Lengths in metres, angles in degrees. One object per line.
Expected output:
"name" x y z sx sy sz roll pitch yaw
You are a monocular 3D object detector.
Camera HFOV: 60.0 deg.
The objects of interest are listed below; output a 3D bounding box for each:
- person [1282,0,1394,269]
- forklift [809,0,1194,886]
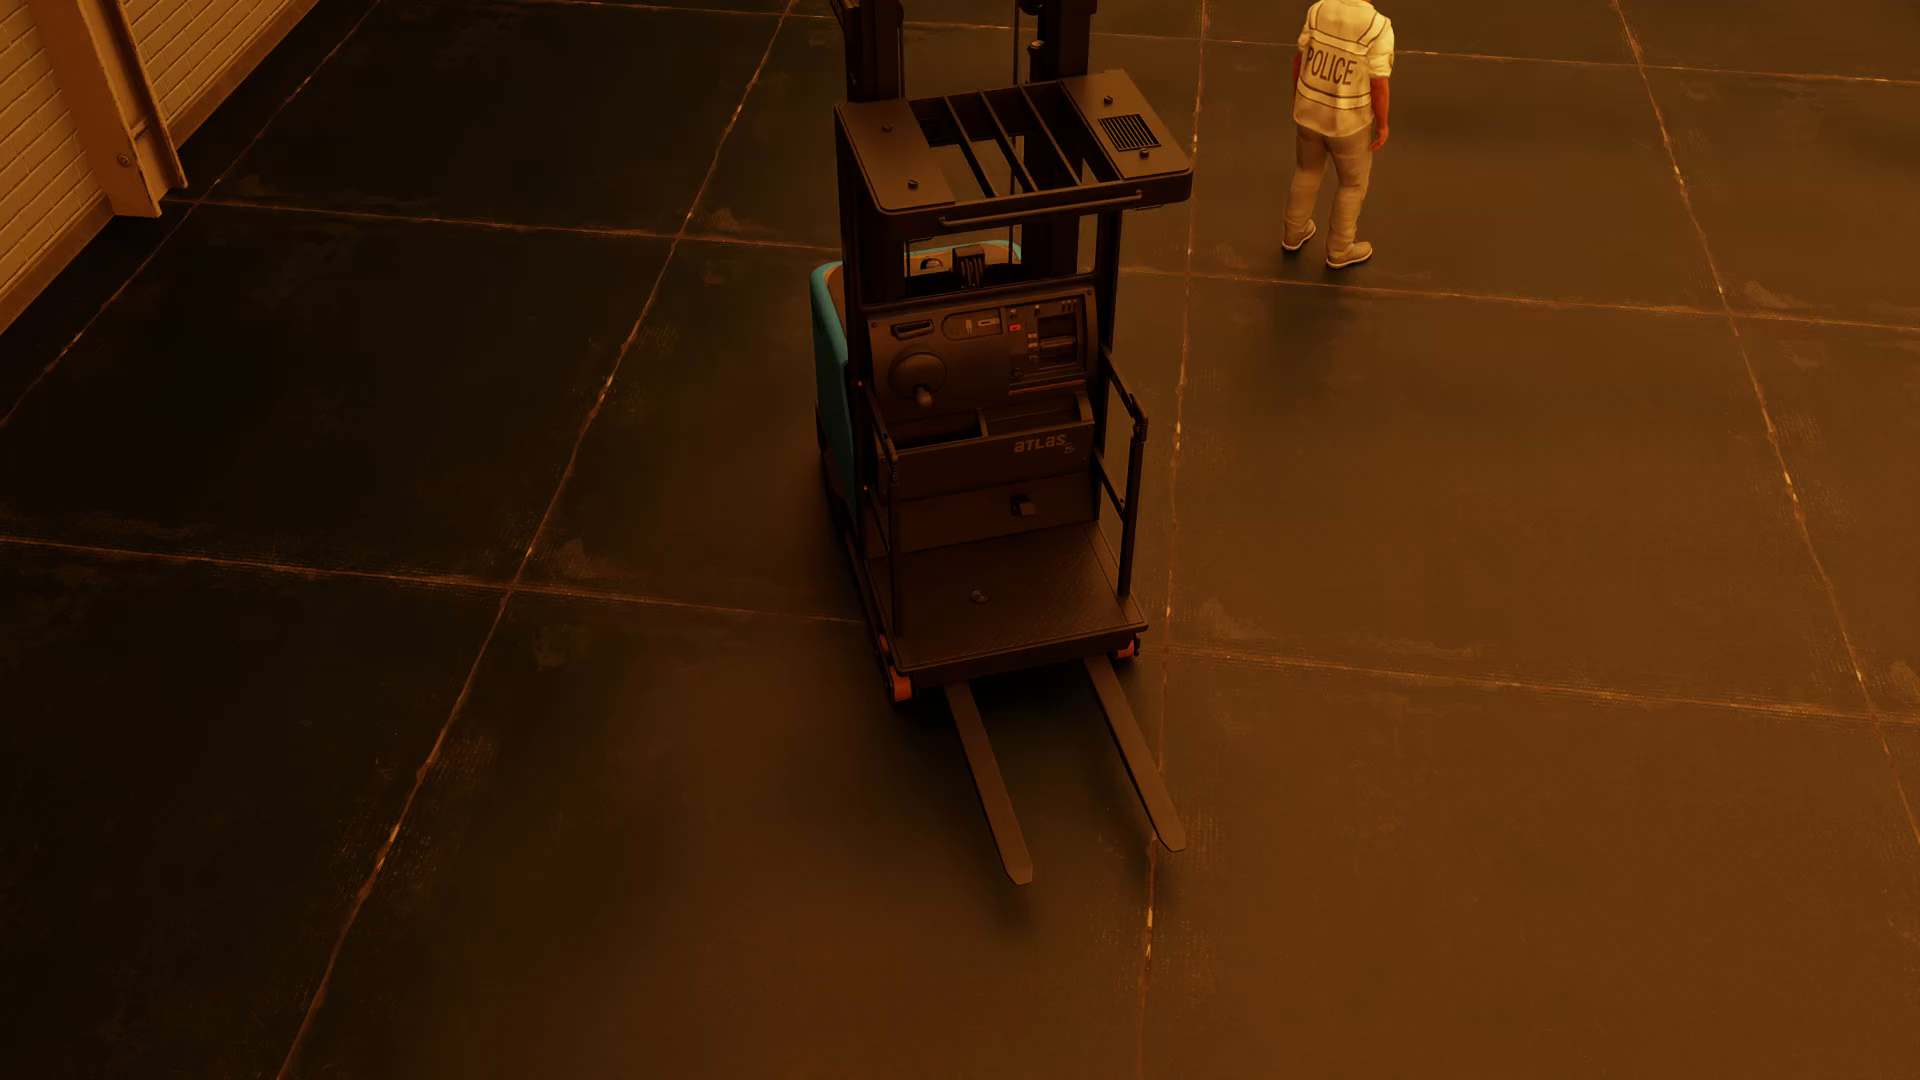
"person" 2.072 -2.339 9.143 0.585 1.749 0.435 31 51 29
"forklift" 0.153 -0.681 6.465 1.130 2.935 3.031 -10 44 -11
